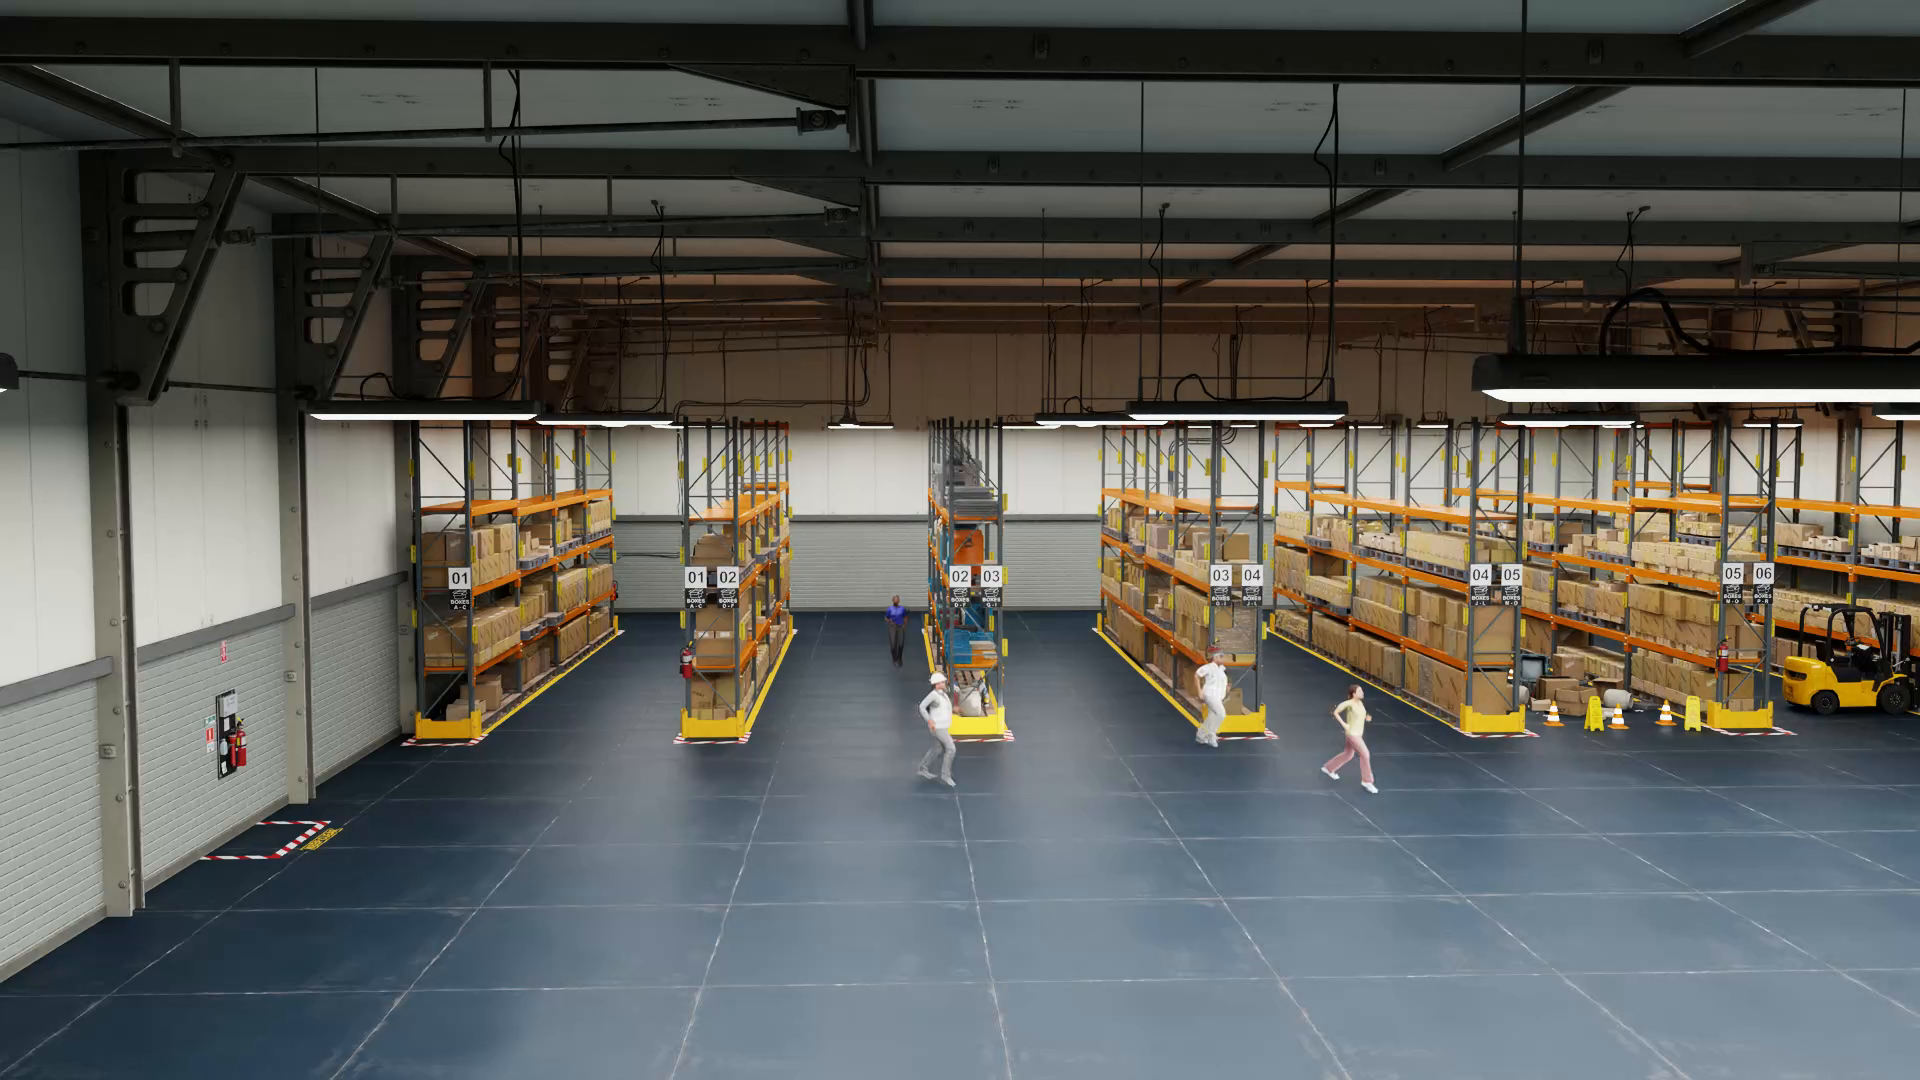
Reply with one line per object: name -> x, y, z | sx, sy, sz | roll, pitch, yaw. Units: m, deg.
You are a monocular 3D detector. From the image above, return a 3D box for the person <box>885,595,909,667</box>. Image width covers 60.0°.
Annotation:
person -> -1.455, 2.123, 38.494 | 0.563, 1.679, 0.572 | 0, 4, -5

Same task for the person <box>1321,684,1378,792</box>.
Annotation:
person -> 6.290, 3.158, 26.717 | 0.990, 1.714, 0.545 | 2, 4, 33

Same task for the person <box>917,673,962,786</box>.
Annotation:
person -> -0.340, 3.077, 27.027 | 0.769, 1.837, 0.625 | 1, 4, 13

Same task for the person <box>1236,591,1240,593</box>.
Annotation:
person -> 7.883, 1.805, 48.048 | 0.707, 1.585, 0.609 | 2, 4, 32

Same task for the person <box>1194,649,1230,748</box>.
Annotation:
person -> 4.664, 2.868, 30.426 | 0.673, 1.743, 0.668 | 3, 5, 43
